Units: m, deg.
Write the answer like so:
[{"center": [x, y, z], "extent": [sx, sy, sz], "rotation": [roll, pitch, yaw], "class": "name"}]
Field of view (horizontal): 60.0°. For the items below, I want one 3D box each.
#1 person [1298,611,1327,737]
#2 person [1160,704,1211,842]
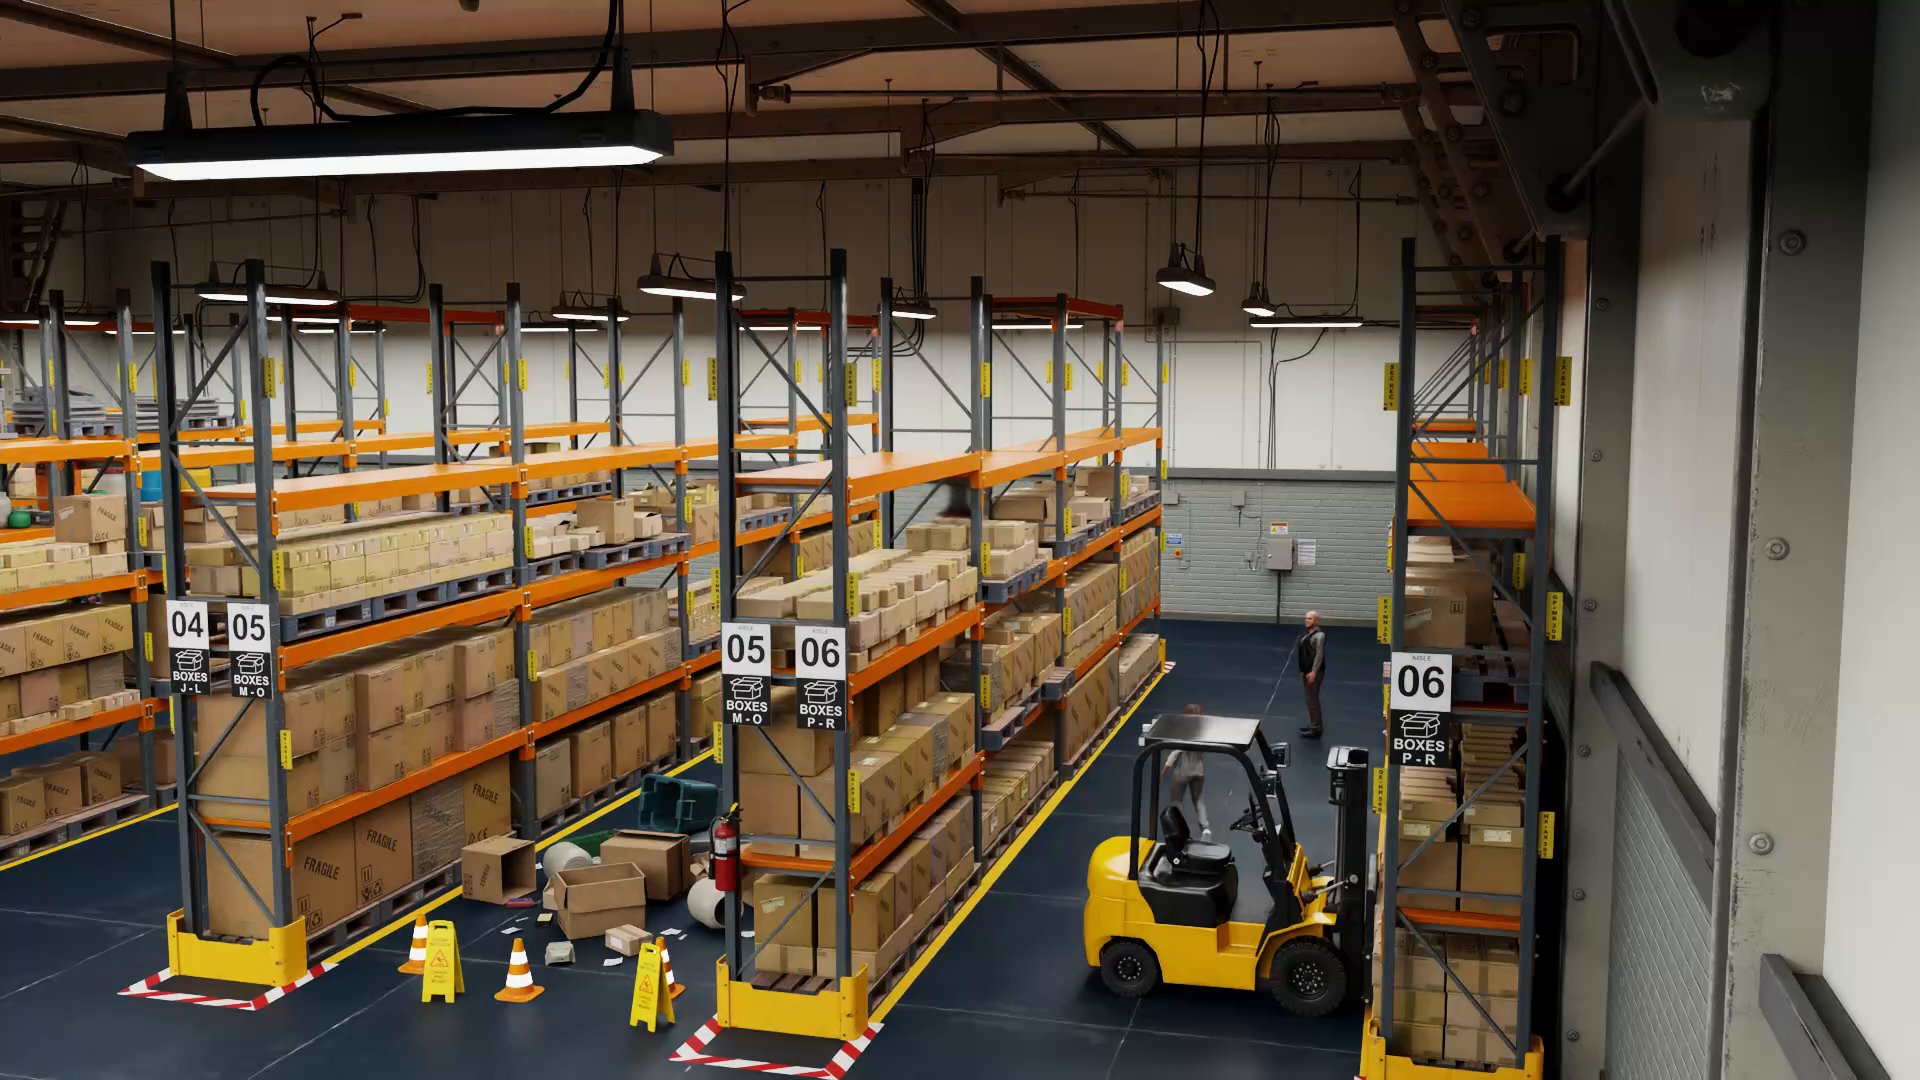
[{"center": [4.898, 1.857, 23.173], "extent": [0.366, 1.718, 0.553], "rotation": [0, 6, 2], "class": "person"}, {"center": [2.423, 2.511, 17.858], "extent": [0.523, 1.565, 0.504], "rotation": [-3, 7, -27], "class": "person"}]
